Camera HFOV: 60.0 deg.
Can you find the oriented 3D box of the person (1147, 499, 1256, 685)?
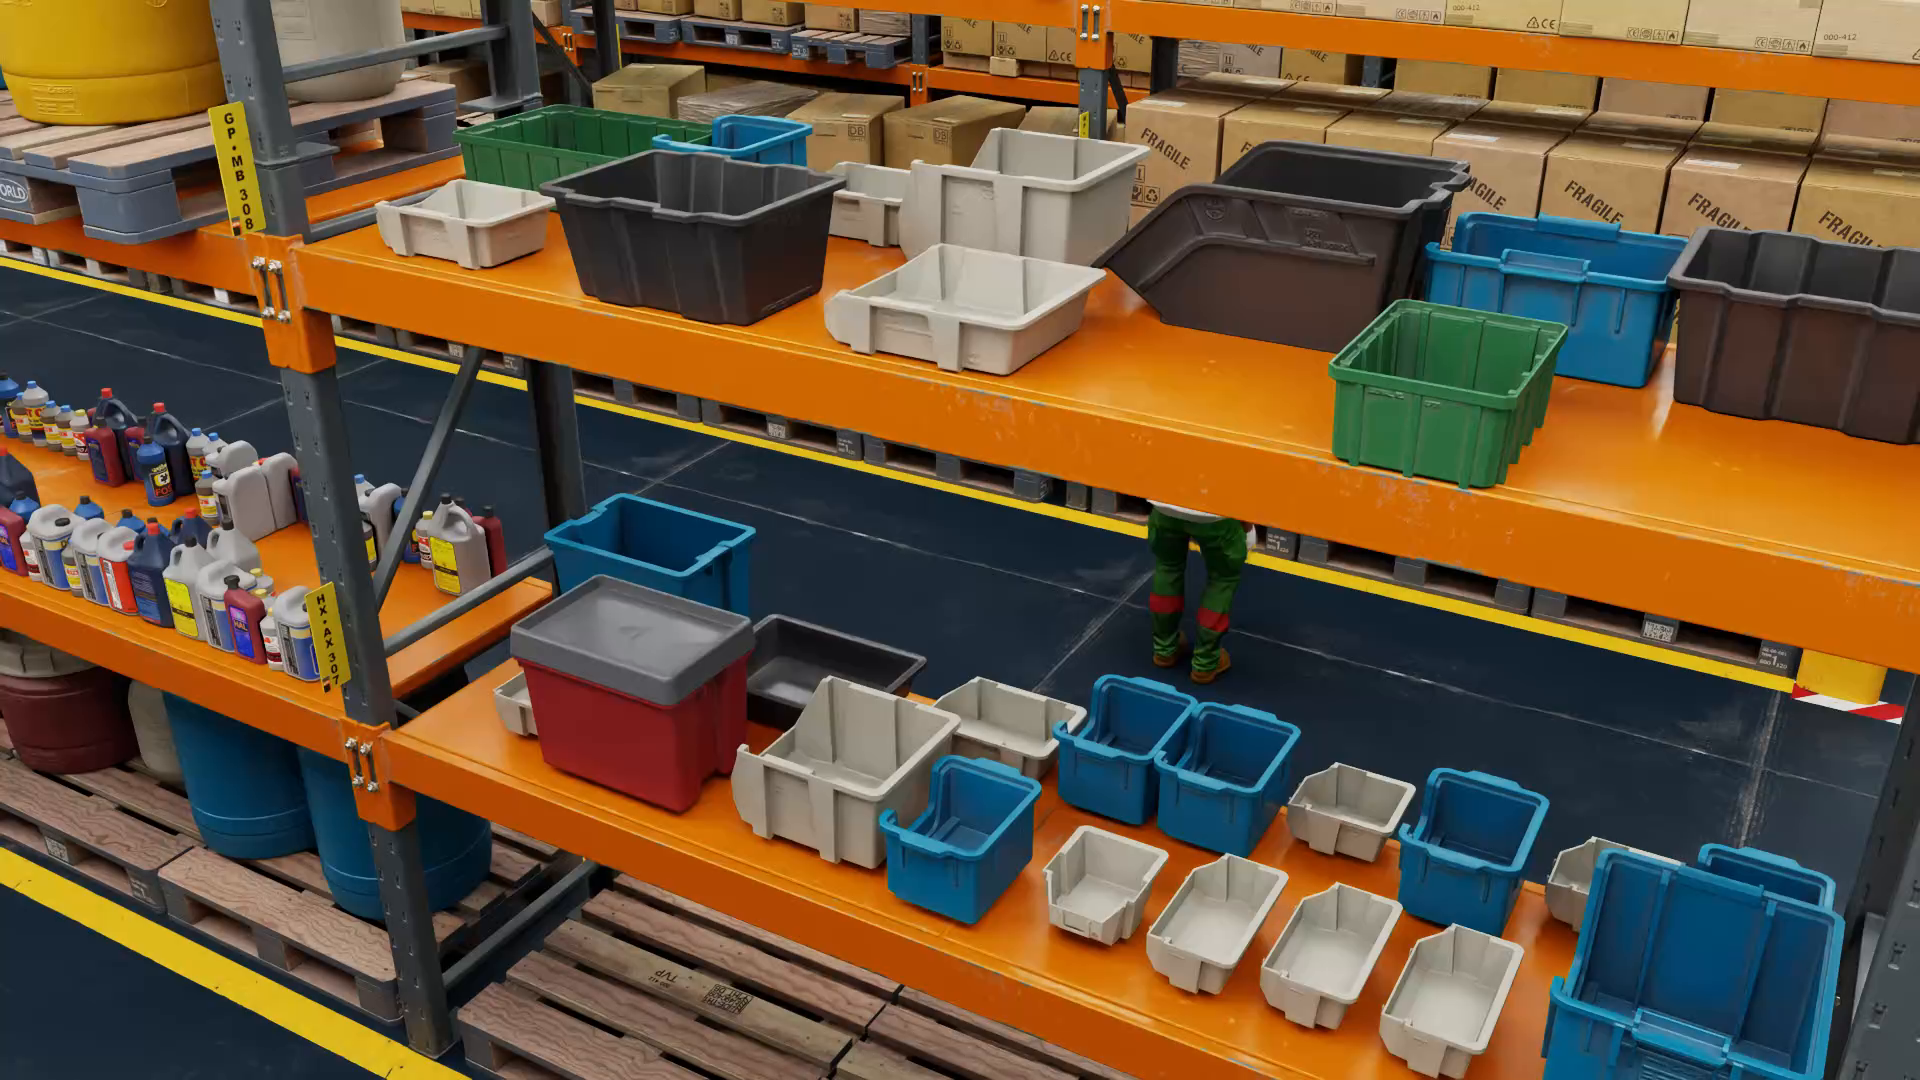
[{"bbox_3d":[1.167,-0.116,7.755,0.485,1.402,0.886,13,29,25],"label":"person"}]
